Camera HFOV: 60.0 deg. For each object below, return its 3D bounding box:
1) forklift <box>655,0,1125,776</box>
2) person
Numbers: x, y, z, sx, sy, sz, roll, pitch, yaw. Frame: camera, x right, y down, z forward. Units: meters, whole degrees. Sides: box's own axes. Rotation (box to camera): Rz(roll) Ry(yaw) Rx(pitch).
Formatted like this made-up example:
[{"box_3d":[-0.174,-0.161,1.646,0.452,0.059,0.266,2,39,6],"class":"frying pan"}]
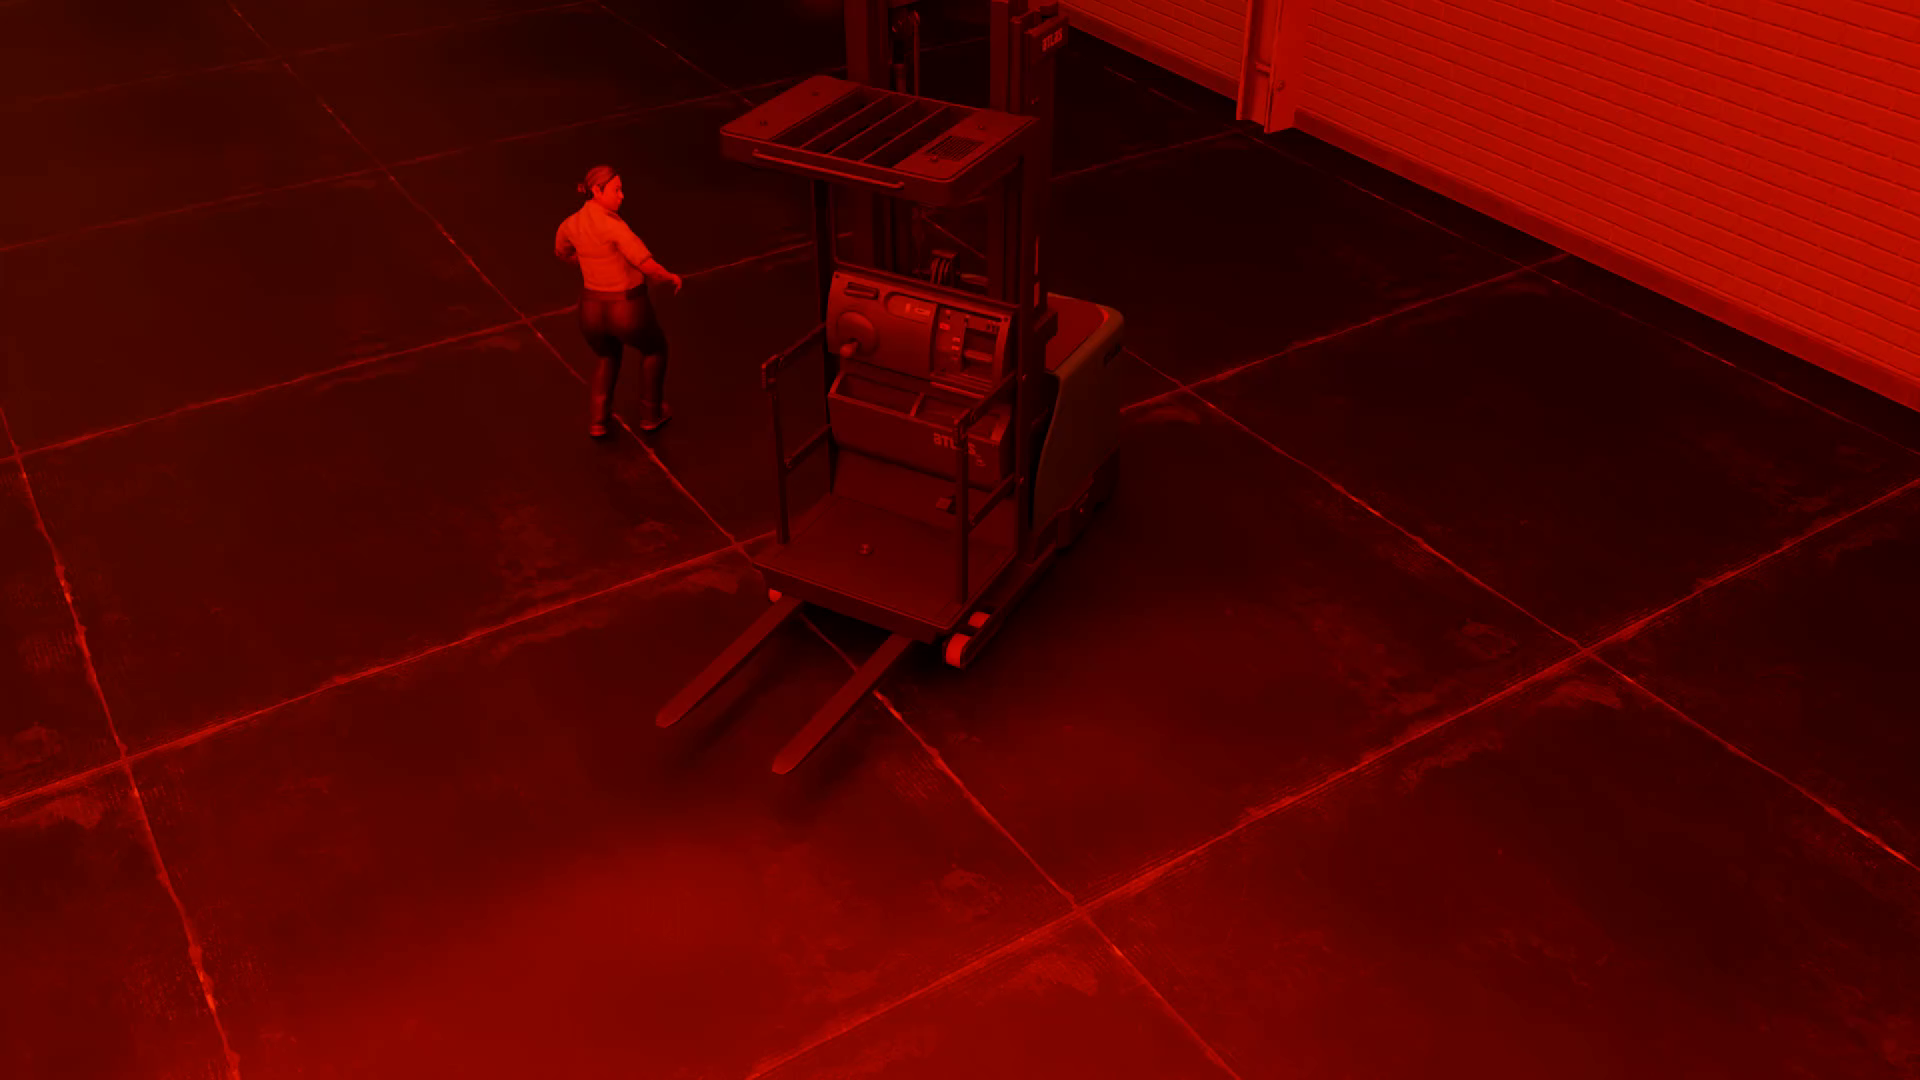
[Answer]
[{"box_3d":[-0.296,-0.892,7.418,1.130,2.935,3.031,18,39,23],"class":"forklift"},{"box_3d":[-1.888,-1.307,9.228,0.719,1.598,0.603,12,37,16],"class":"person"}]
